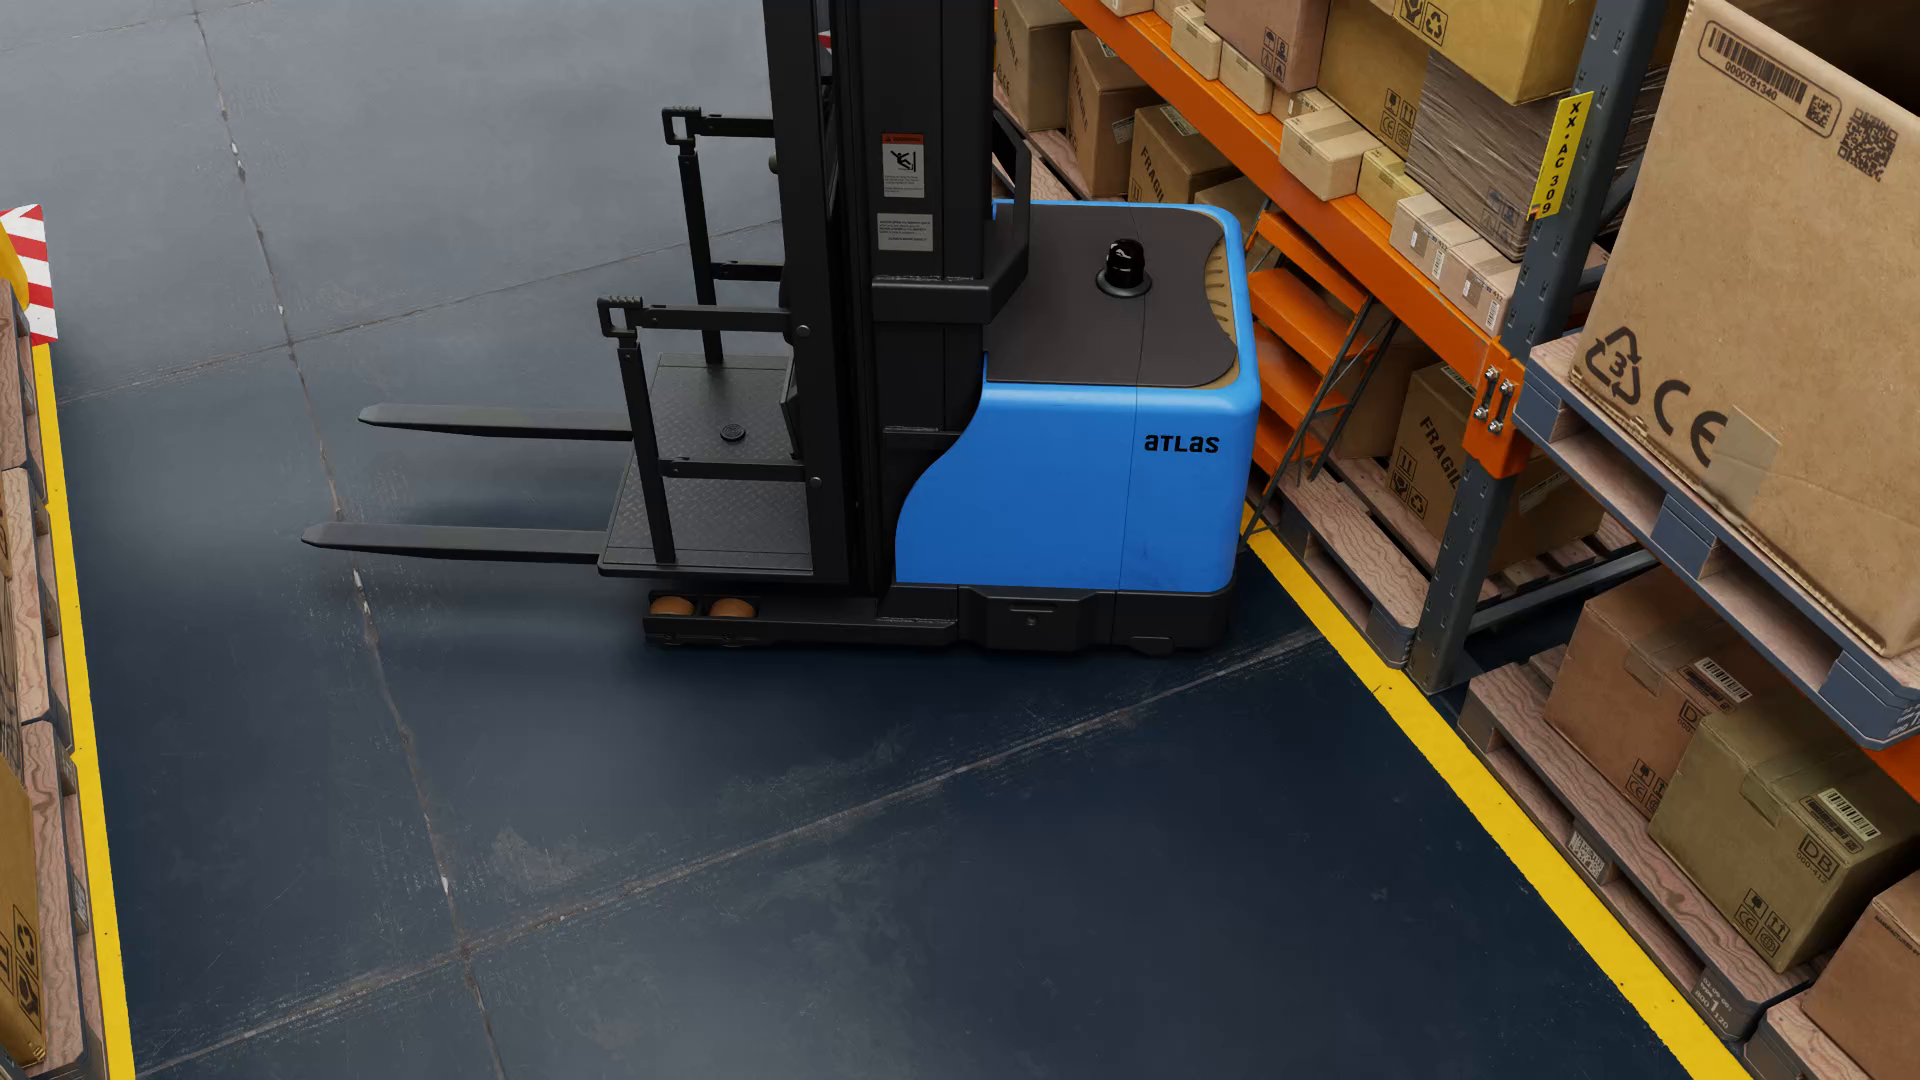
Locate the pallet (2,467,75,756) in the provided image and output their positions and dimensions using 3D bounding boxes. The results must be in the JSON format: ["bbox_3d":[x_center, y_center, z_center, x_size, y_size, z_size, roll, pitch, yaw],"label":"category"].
[{"bbox_3d":[-3.408,0.352,5.243,1.003,0.211,1.213,-18,47,-17],"label":"pallet"}]

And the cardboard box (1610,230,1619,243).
[{"bbox_3d":[2.083,-0.891,4.697,0.380,0.149,0.250,-18,47,-17],"label":"cardboard box"}]

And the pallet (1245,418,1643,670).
[{"bbox_3d":[1.586,-0.180,5.782,1.003,0.211,1.213,-18,47,-17],"label":"pallet"}]

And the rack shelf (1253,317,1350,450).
[{"bbox_3d":[1.042,-0.529,5.552,0.258,0.148,0.480,-16,51,-37],"label":"rack shelf"}]

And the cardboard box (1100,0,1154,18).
[{"bbox_3d":[0.664,-1.978,5.798,0.380,0.149,0.250,-18,47,-17],"label":"cardboard box"}]

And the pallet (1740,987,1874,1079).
[{"bbox_3d":[2.746,1.512,4.068,1.003,0.211,1.213,-18,47,-17],"label":"pallet"}]

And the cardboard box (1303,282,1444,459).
[{"bbox_3d":[1.520,-0.644,5.748,0.500,0.500,0.500,-5,45,-5],"label":"cardboard box"}]

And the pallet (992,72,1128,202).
[{"bbox_3d":[0.560,-1.735,7.358,1.003,0.211,1.213,-18,47,-17],"label":"pallet"}]

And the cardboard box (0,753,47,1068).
[{"bbox_3d":[-2.844,0.831,3.986,0.875,0.875,0.875,-17,47,-17],"label":"cardboard box"}]

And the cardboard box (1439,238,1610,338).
[{"bbox_3d":[1.543,-0.716,4.519,0.380,0.149,0.250,-18,47,-17],"label":"cardboard box"}]

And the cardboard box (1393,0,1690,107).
[{"bbox_3d":[1.461,-1.458,4.097,0.500,0.500,0.500,-18,47,-17],"label":"cardboard box"}]

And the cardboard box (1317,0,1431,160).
[{"bbox_3d":[1.589,-1.531,4.883,0.875,0.500,0.500,-18,47,-17],"label":"cardboard box"}]

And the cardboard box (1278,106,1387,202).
[{"bbox_3d":[1.190,-1.181,4.991,0.380,0.149,0.250,-18,47,-17],"label":"cardboard box"}]

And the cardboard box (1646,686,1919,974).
[{"bbox_3d":[2.322,0.685,4.386,0.700,0.500,0.500,-18,47,-18],"label":"cardboard box"}]

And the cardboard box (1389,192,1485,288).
[{"bbox_3d":[1.446,-0.878,4.683,0.380,0.149,0.250,-18,47,-17],"label":"cardboard box"}]

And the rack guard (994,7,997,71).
[{"bbox_3d":[0.250,-2.366,7.792,1.175,0.500,0.348,-18,47,-17],"label":"rack guard"}]

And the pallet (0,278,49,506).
[{"bbox_3d":[-3.917,-0.425,6.030,1.003,0.211,1.213,-18,47,-17],"label":"pallet"}]

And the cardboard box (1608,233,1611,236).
[{"bbox_3d":[1.989,-1.055,4.862,0.380,0.149,0.250,-18,47,-17],"label":"cardboard box"}]

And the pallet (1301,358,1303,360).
[{"bbox_3d":[1.069,-0.959,6.571,1.003,0.211,1.213,-18,47,-17],"label":"pallet"}]

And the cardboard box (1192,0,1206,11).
[{"bbox_3d":[1.114,-2.150,5.511,0.875,0.500,0.500,-18,47,-17],"label":"cardboard box"}]

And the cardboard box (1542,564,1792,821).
[{"bbox_3d":[2.139,0.376,4.700,0.700,0.500,0.500,-22,49,-20],"label":"cardboard box"}]

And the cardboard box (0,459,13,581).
[{"bbox_3d":[-3.608,-0.324,5.157,0.875,0.875,0.875,-19,48,-18],"label":"cardboard box"}]

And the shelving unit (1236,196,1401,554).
[{"bbox_3d":[1.061,-0.578,5.510,0.258,1.200,0.503,-16,51,-37],"label":"shelving unit"}]

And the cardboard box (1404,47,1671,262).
[{"bbox_3d":[1.767,-1.202,4.549,0.875,0.500,0.500,-18,47,-17],"label":"cardboard box"}]

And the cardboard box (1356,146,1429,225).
[{"bbox_3d":[1.396,-1.055,4.862,0.380,0.149,0.250,-18,47,-17],"label":"cardboard box"}]

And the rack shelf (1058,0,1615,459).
[{"bbox_3d":[1.059,-1.774,5.924,1.077,0.370,4.000,-18,47,-17],"label":"rack shelf"}]

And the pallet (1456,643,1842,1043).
[{"bbox_3d":[2.229,0.733,4.857,1.003,0.211,1.213,-18,47,-17],"label":"pallet"}]

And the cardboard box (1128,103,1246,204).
[{"bbox_3d":[0.994,-1.386,6.499,0.500,0.500,0.500,-14,46,-14],"label":"cardboard box"}]

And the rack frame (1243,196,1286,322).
[{"bbox_3d":[0.920,-0.735,5.632,0.240,1.200,0.015,-16,51,-37],"label":"rack frame"}]

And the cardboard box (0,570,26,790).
[{"bbox_3d":[-3.226,0.257,4.567,0.875,0.875,0.875,-18,47,-17],"label":"cardboard box"}]

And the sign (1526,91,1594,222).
[{"bbox_3d":[1.411,-0.898,3.908,0.100,0.325,0.005,-18,47,-17],"label":"sign"}]

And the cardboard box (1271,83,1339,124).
[{"bbox_3d":[1.204,-1.380,5.191,0.380,0.149,0.250,-18,47,-17],"label":"cardboard box"}]

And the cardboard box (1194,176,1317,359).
[{"bbox_3d":[1.188,-1.017,6.125,0.500,0.500,0.500,-22,49,-21],"label":"cardboard box"}]

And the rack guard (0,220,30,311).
[{"bbox_3d":[-4.335,-1.029,6.437,1.175,0.500,0.348,-18,47,-17],"label":"rack guard"}]

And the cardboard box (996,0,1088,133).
[{"bbox_3d":[0.466,-2.161,7.285,0.500,0.500,0.500,-10,45,-10],"label":"cardboard box"}]

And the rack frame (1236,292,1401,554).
[{"bbox_3d":[1.202,-0.420,5.388,0.240,1.200,0.015,-16,51,-37],"label":"rack frame"}]

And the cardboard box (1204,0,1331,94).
[{"bbox_3d":[1.287,-1.819,5.175,0.875,0.500,0.500,-18,47,-17],"label":"cardboard box"}]

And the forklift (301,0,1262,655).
[{"bbox_3d":[-0.627,-1.065,4.742,3.031,2.935,1.130,2,45,2],"label":"forklift"}]

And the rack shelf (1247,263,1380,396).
[{"bbox_3d":[1.105,-0.692,5.413,0.258,0.148,0.480,-16,51,-37],"label":"rack shelf"}]

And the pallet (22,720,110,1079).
[{"bbox_3d":[-2.891,1.130,4.454,1.003,0.211,1.213,-18,47,-17],"label":"pallet"}]

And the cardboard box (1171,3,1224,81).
[{"bbox_3d":[0.926,-1.676,5.492,0.380,0.149,0.250,-18,47,-17],"label":"cardboard box"}]

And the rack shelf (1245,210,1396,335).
[{"bbox_3d":[1.171,-0.865,5.265,0.258,0.148,0.480,-16,51,-37],"label":"rack shelf"}]

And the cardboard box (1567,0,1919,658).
[{"bbox_3d":[2.107,-0.570,3.466,1.000,1.000,1.000,-18,47,-17],"label":"cardboard box"}]

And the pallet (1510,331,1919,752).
[{"bbox_3d":[2.089,-0.157,3.910,1.003,0.211,1.213,-18,47,-17],"label":"pallet"}]

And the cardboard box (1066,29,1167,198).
[{"bbox_3d":[0.748,-1.790,6.909,0.500,0.500,0.500,-7,45,-7],"label":"cardboard box"}]

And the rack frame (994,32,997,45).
[{"bbox_3d":[0.218,-3.304,6.963,1.000,3.000,0.127,-18,47,-17],"label":"rack frame"}]

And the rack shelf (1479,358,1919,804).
[{"bbox_3d":[2.741,0.776,3.341,1.077,0.370,4.000,-18,47,-17],"label":"rack shelf"}]

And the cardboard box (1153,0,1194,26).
[{"bbox_3d":[0.890,-1.858,5.676,0.380,0.149,0.250,-18,47,-17],"label":"cardboard box"}]

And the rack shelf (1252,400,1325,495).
[{"bbox_3d":[0.987,-0.383,5.676,0.258,0.148,0.480,-16,51,-37],"label":"rack shelf"}]

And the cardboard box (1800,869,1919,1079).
[{"bbox_3d":[2.558,1.042,4.025,0.700,0.500,0.500,-22,49,-21],"label":"cardboard box"}]

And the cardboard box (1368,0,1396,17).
[{"bbox_3d":[1.250,-1.776,4.420,0.500,0.500,0.500,-18,47,-17],"label":"cardboard box"}]

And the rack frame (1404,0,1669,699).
[{"bbox_3d":[1.900,-0.755,4.380,1.000,3.000,0.127,-18,47,-17],"label":"rack frame"}]

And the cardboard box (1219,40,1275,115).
[{"bbox_3d":[1.062,-1.527,5.341,0.380,0.149,0.250,-18,47,-17],"label":"cardboard box"}]

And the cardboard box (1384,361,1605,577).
[{"bbox_3d":[1.768,-0.281,5.380,0.500,0.500,0.500,-19,48,-19],"label":"cardboard box"}]
